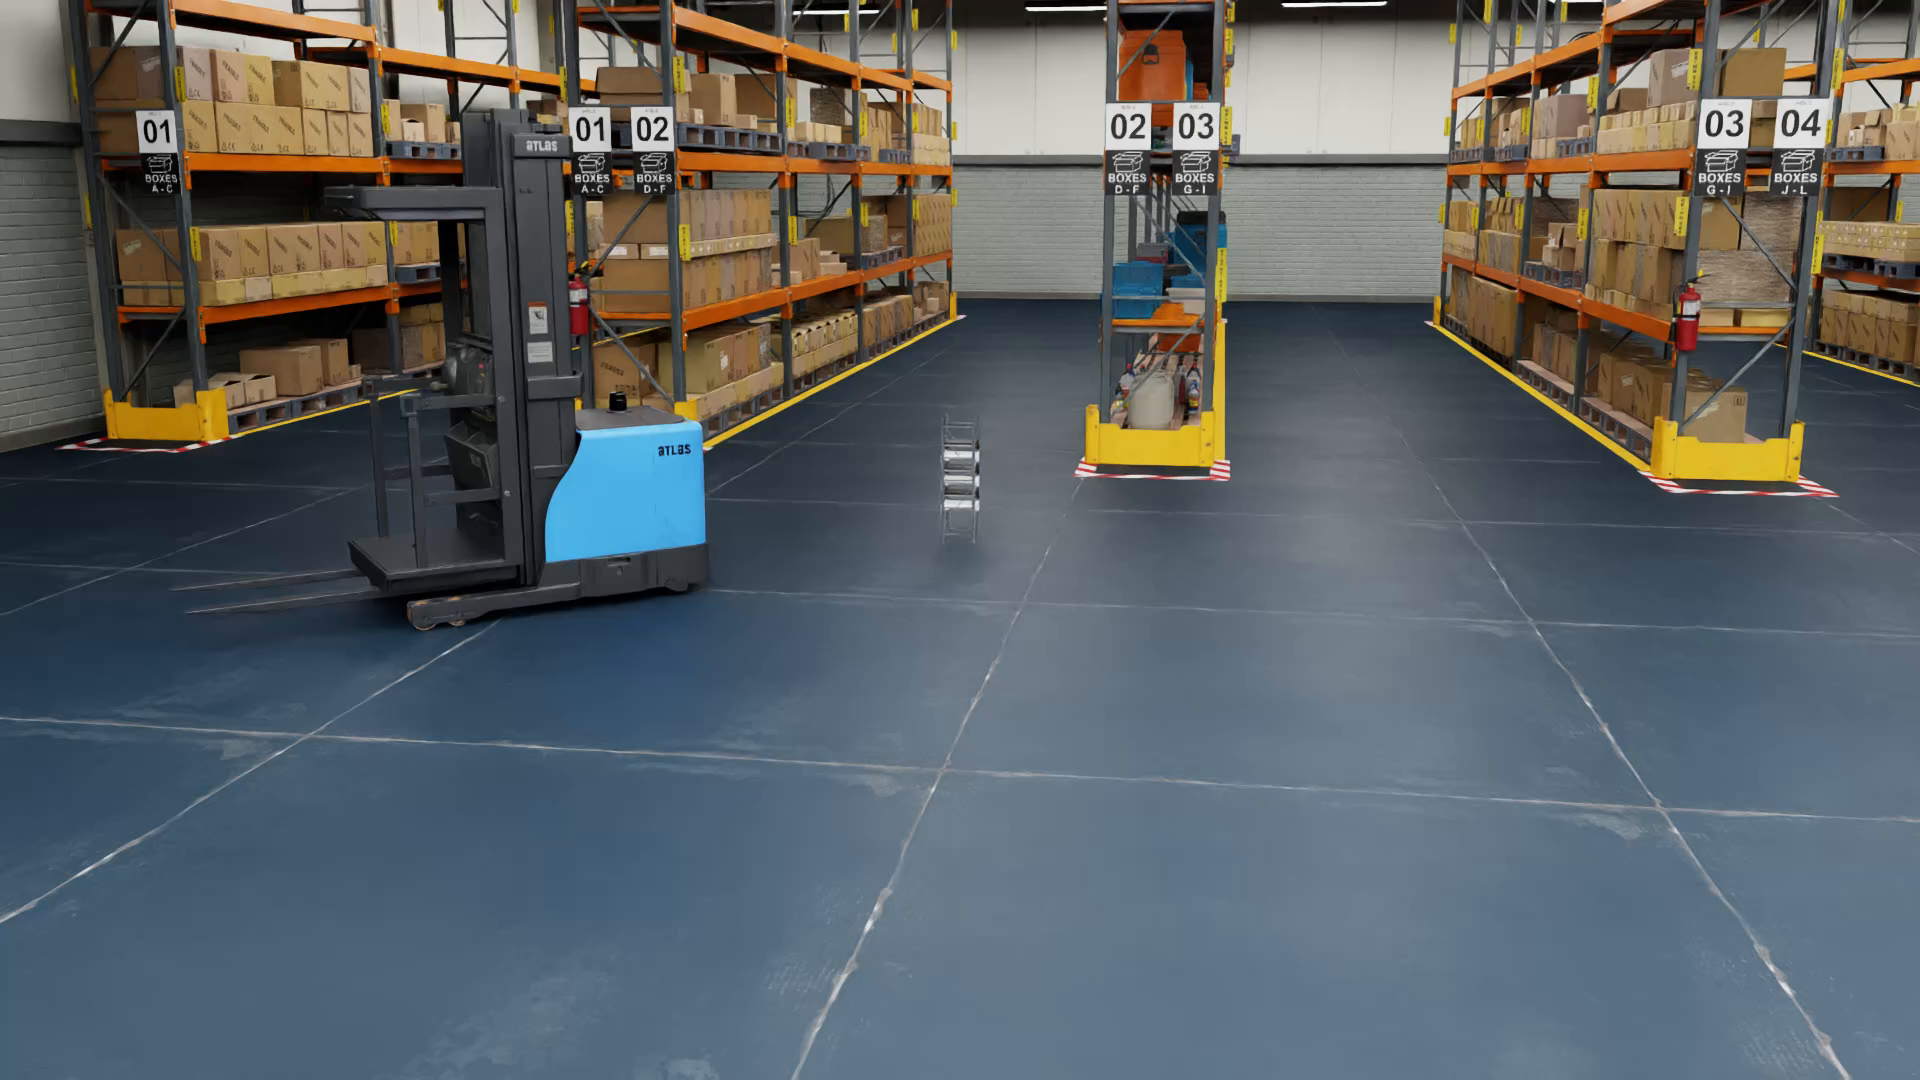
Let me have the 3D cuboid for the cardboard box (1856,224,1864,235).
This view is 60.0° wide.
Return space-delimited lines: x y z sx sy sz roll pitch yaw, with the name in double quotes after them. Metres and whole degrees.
12.656 -4.303 23.028 0.380 0.149 0.250 2 12 10 "cardboard box"

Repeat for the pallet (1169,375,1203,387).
2.479 -1.801 19.849 1.003 0.211 1.213 2 12 9 "pallet"

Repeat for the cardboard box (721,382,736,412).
-2.659 -1.502 17.372 0.500 0.250 0.500 2 12 9 "cardboard box"

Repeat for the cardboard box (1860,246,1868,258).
12.615 -3.957 22.832 0.380 0.149 0.250 2 12 10 "cardboard box"

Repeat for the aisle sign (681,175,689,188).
-5.239 -7.094 31.622 0.394 0.787 0.004 2 12 9 "aisle sign"

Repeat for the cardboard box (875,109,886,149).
-1.497 -6.353 25.760 0.600 0.600 0.600 2 12 8 "cardboard box"

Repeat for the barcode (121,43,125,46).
-8.393 -4.949 16.682 0.001 0.075 0.075 2 12 9 "barcode"

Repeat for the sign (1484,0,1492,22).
7.976 -7.994 25.133 0.100 0.325 0.005 2 12 9 "sign"

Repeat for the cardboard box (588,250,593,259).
-6.120 -4.582 26.682 0.380 0.149 0.250 2 12 9 "cardboard box"

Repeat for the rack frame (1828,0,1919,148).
13.406 -7.255 24.298 1.000 3.000 0.127 2 12 9 "rack frame"

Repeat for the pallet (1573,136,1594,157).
7.491 -4.338 18.330 1.213 0.211 1.003 2 12 9 "pallet"

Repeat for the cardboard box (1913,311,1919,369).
12.609 -2.471 20.684 1.050 0.750 0.750 2 12 8 "cardboard box"

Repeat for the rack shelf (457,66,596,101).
-6.470 -6.955 25.561 1.077 0.370 4.000 2 12 9 "rack shelf"

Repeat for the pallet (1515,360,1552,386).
7.784 -2.146 21.449 1.003 0.211 1.213 2 12 9 "pallet"

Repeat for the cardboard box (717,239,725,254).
-2.643 -3.037 17.187 0.380 0.149 0.250 2 12 8 "cardboard box"

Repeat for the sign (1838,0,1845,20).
12.873 -7.772 24.291 0.100 0.325 0.005 2 12 9 "sign"

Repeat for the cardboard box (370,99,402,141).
-7.229 -5.152 20.425 0.500 0.500 0.500 4 13 17 "cardboard box"

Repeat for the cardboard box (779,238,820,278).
-2.124 -3.692 21.769 0.500 0.500 0.500 1 12 6 "cardboard box"

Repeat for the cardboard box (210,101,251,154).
-7.591 -4.185 16.886 0.500 0.500 0.500 3 12 12 "cardboard box"

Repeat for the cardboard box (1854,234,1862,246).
12.653 -4.158 23.058 0.380 0.149 0.250 2 12 8 "cardboard box"

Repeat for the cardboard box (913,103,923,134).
-1.013 -7.032 27.771 0.700 0.500 0.500 2 12 9 "cardboard box"

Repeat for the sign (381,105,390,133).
-6.855 -5.023 19.835 0.100 0.325 0.005 2 12 9 "sign"

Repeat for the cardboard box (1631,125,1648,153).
6.732 -3.823 15.849 0.500 0.250 0.500 2 12 8 "cardboard box"

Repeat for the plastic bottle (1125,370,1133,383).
1.768 -1.637 17.713 0.144 0.351 0.185 2 12 8 "plastic bottle"

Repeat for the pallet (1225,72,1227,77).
3.530 -7.136 25.144 1.003 0.211 1.213 2 12 9 "pallet"

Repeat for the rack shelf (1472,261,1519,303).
8.213 -3.736 23.917 1.077 0.370 4.000 2 12 9 "rack shelf"

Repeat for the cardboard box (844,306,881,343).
-1.455 -3.181 24.523 0.500 0.500 0.500 1 12 7 "cardboard box"

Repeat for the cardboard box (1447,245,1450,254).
8.679 -5.044 28.875 0.380 0.149 0.250 2 12 7 "cardboard box"

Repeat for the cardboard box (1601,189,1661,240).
6.895 -3.332 17.019 0.500 0.500 0.500 2 12 9 "cardboard box"

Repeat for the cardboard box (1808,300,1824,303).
13.853 -3.764 26.698 0.380 0.149 0.250 1 12 6 "cardboard box"

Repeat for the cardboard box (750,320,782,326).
-2.484 -2.706 21.630 0.500 0.311 0.500 2 12 8 "cardboard box"

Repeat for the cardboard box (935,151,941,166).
-0.622 -6.728 29.328 0.500 0.250 0.500 2 12 9 "cardboard box"

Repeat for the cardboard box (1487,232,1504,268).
8.049 -4.257 24.387 0.500 0.500 0.500 2 12 7 "cardboard box"

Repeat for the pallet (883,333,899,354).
-1.540 -3.037 25.587 1.003 0.211 1.213 2 12 9 "pallet"

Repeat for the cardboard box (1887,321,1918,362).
12.634 -2.619 21.960 0.500 0.500 0.500 2 12 8 "cardboard box"

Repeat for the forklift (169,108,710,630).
-3.113 -1.039 9.858 3.031 2.935 1.130 -7 14 -30 "forklift"

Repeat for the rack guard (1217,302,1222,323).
4.233 -4.281 30.670 1.175 0.500 0.348 2 12 9 "rack guard"

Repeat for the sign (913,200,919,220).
-0.718 -5.375 27.064 0.100 0.325 0.005 2 12 9 "sign"

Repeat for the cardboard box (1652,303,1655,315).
6.675 -2.157 15.480 0.380 0.149 0.250 2 12 9 "cardboard box"

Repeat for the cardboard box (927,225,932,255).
-0.764 -5.183 28.685 0.500 0.500 0.500 2 12 8 "cardboard box"

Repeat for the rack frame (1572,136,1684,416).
7.291 -2.839 18.046 1.000 3.000 0.127 2 12 9 "rack frame"

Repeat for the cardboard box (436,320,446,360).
-7.147 -2.681 22.204 0.700 0.500 0.500 2 12 9 "cardboard box"

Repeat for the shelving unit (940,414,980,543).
0.001 -0.442 11.906 0.258 0.900 0.210 2 12 9 "shelving unit"

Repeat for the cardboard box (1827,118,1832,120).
13.184 -6.229 24.878 0.380 0.149 0.250 1 12 6 "cardboard box"

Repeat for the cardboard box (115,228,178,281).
-8.145 -2.896 16.838 0.500 0.500 0.500 2 12 8 "cardboard box"

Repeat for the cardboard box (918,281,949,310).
-0.492 -4.531 30.785 0.500 0.500 0.500 2 12 9 "cardboard box"

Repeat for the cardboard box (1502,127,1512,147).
8.263 -5.907 24.376 0.500 0.311 0.500 1 12 7 "cardboard box"

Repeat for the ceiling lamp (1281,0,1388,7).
7.144 -11.761 31.349 2.000 3.185 0.800 2 12 9 "ceiling lamp"

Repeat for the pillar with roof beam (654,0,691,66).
-1.733 -9.202 33.330 9.100 9.000 0.548 2 12 9 "pillar with roof beam"

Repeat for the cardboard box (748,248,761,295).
-2.634 -3.007 18.588 0.700 0.500 0.500 2 12 8 "cardboard box"

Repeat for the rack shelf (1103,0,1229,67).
2.089 -4.968 16.345 1.077 0.370 4.000 2 12 9 "rack shelf"

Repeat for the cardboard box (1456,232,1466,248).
8.566 -4.996 27.706 0.500 0.250 0.500 2 12 8 "cardboard box"

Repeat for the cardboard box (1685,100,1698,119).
6.410 -3.662 14.155 0.380 0.149 0.250 2 12 9 "cardboard box"

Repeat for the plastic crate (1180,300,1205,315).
2.237 -2.214 15.771 0.298 0.136 0.250 2 12 9 "plastic crate"

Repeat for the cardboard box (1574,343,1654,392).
7.406 -1.959 18.853 0.700 0.500 0.500 1 12 4 "cardboard box"

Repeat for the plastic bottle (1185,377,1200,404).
2.474 -1.599 17.712 0.152 0.276 0.135 2 12 10 "plastic bottle"
